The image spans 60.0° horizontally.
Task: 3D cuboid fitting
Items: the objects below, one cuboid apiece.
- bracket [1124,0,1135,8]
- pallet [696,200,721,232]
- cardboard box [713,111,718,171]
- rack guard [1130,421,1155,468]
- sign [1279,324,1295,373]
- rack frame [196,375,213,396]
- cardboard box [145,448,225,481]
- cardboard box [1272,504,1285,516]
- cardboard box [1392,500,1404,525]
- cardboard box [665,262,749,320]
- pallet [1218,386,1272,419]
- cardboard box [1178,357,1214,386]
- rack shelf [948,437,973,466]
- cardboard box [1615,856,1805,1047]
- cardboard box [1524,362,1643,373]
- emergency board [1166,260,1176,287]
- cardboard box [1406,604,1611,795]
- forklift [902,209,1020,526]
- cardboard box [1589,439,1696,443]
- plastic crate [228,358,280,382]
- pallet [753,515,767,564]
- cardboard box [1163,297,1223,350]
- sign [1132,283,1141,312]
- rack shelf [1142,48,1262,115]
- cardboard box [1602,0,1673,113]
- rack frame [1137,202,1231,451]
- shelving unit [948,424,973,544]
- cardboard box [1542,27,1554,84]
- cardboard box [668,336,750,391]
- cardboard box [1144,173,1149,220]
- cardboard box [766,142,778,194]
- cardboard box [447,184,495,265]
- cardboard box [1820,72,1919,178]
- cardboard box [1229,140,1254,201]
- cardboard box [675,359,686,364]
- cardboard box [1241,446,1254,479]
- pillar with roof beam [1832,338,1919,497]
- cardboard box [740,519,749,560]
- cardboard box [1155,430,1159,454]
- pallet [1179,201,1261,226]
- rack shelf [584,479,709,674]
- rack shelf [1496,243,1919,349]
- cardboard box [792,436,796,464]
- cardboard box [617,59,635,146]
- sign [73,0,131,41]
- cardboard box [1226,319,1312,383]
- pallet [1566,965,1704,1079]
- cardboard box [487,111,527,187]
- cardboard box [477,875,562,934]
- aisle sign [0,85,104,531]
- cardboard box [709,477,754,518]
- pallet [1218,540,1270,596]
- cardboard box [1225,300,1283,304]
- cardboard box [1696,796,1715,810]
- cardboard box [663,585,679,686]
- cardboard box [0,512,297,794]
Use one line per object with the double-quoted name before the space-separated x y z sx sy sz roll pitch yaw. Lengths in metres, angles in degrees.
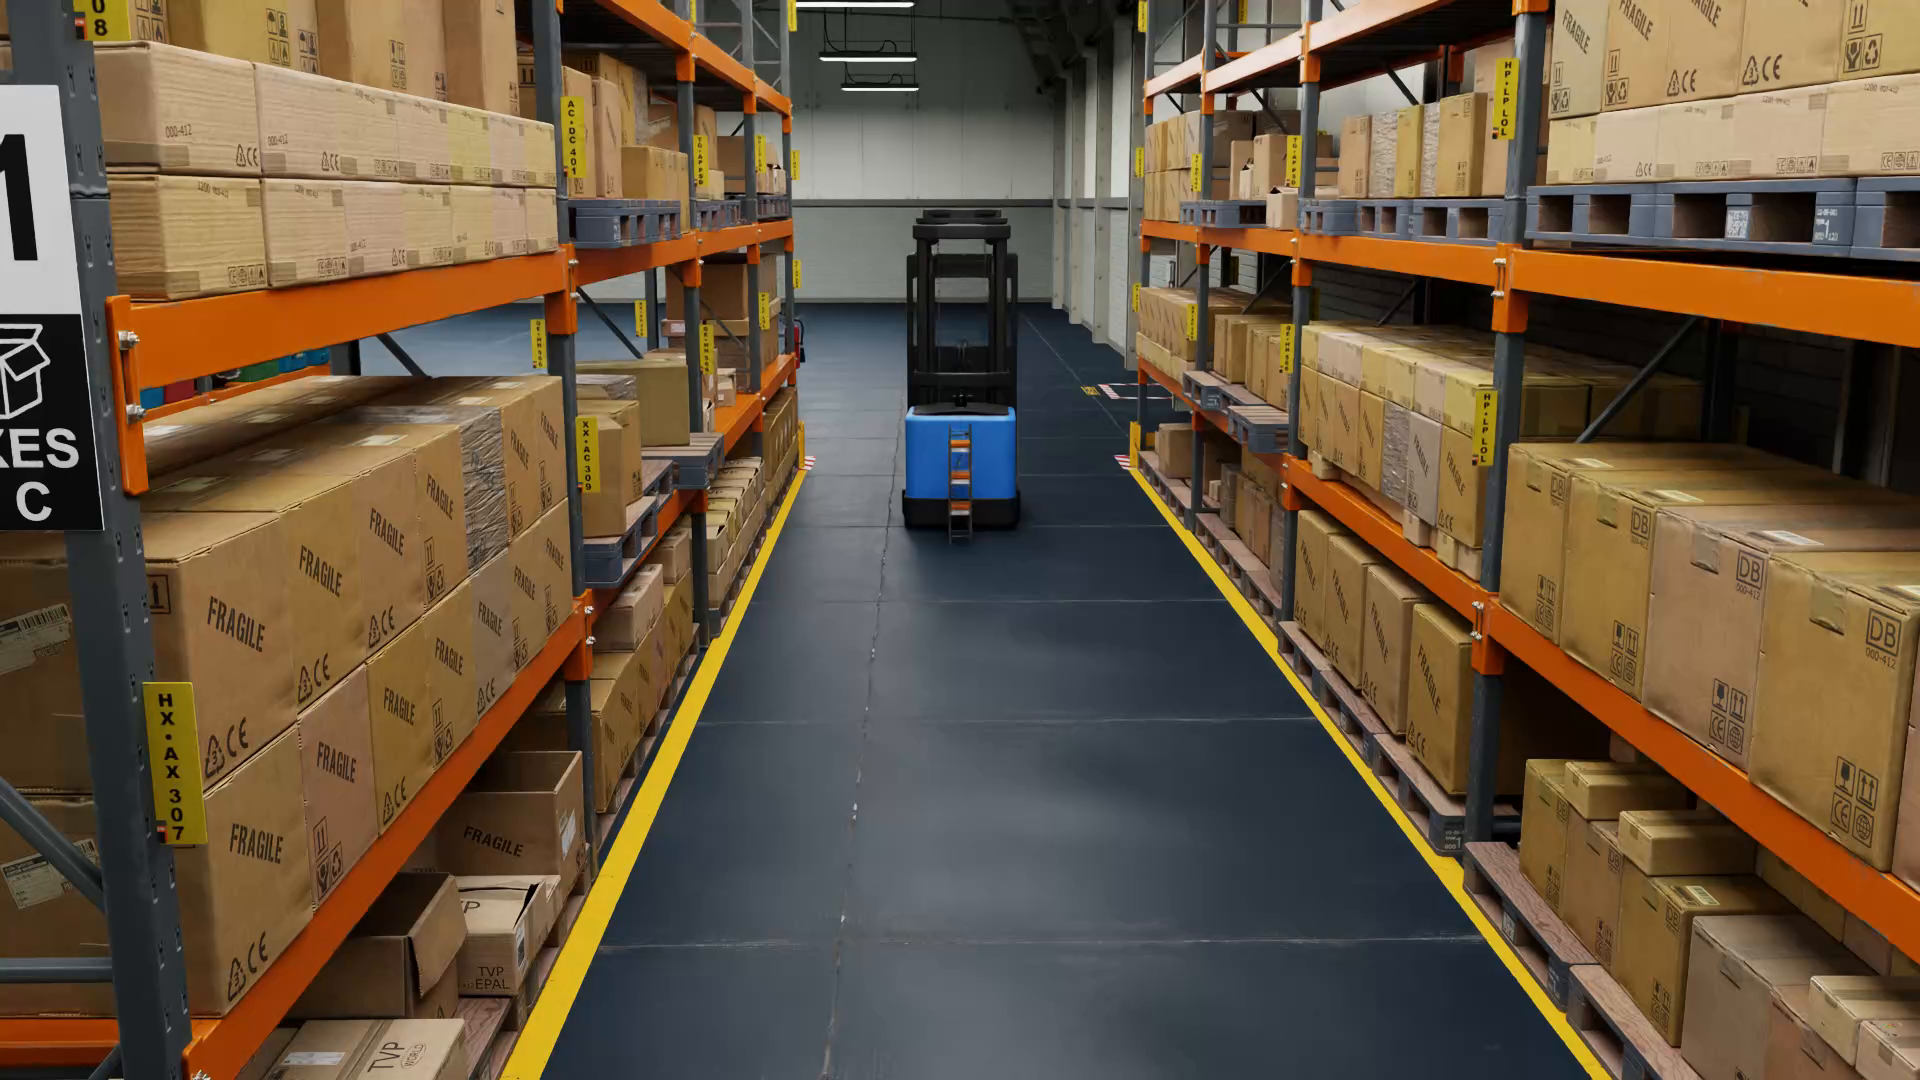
"bracket" 2.901 -8.701 26.260 0.076 0.066 4.783 0 11 -1
"pallet" -2.328 -2.244 11.504 1.213 0.211 1.003 0 11 1
"cardboard box" -2.334 -3.374 14.035 0.500 0.500 0.500 0 11 0
"rack guard" 2.564 -1.103 19.237 1.175 0.500 0.348 0 11 -1
"sign" 2.185 -1.277 11.097 0.100 0.325 0.005 0 11 -1
"rack frame" -7.260 -1.507 14.943 1.000 3.000 0.127 0 11 -1
"cardboard box" -2.370 0.029 4.606 0.500 0.500 0.500 0 11 0
"cardboard box" 2.766 0.011 12.641 0.700 0.500 0.500 0 11 -1
"cardboard box" 2.538 -0.163 8.899 0.380 0.149 0.250 -1 11 -3
"cardboard box" -2.323 -2.300 15.336 0.700 0.500 0.500 0 11 -1
"pallet" 2.646 -1.052 13.182 1.003 0.211 1.213 0 11 -1
"cardboard box" 2.332 -1.577 15.615 0.500 0.250 0.500 0 11 -1
"rack shelf" 0.001 -0.772 14.848 0.215 0.259 0.240 0 11 -1
"cardboard box" 2.739 1.413 5.782 0.700 0.500 0.500 0 11 0
"cardboard box" 3.044 -0.726 8.158 0.500 0.250 0.500 0 11 0
"emergency board" 3.305 -3.891 26.696 0.194 1.169 0.643 0 11 -1
"cardboard box" 2.667 0.762 8.111 0.750 0.750 0.750 0 11 0
"forklift" 0.025 -1.814 16.627 1.130 2.935 3.031 0 11 1
"cardboard box" 3.053 -0.255 7.720 0.500 0.500 0.500 -1 11 -3
"plastic crate" -7.006 -1.674 16.300 0.450 0.188 0.662 0 11 -1
"pallet" -2.253 -0.014 14.596 1.003 0.211 1.213 0 11 -1
"cardboard box" 2.310 -2.144 16.522 0.500 0.500 0.500 -1 11 -3
"sign" 2.020 -2.765 18.966 0.100 0.325 0.005 0 11 -1
"rack shelf" 2.604 -4.531 16.579 1.077 0.370 4.000 0 11 -1
"cardboard box" 2.562 -1.731 5.688 0.500 0.500 0.500 0 11 -2
"rack frame" 2.562 -2.343 19.063 1.000 3.000 0.127 0 11 -1
"shelving unit" 0.001 -0.504 14.902 0.215 1.050 0.252 0 11 -1
"cardboard box" 2.923 -2.235 7.744 0.500 0.250 0.500 1 11 3
"cardboard box" -2.323 -1.664 15.465 0.700 0.500 0.500 -1 11 -3
"cardboard box" 2.319 -3.804 18.420 0.500 0.500 0.500 0 11 0
"cardboard box" -2.215 -3.650 16.292 0.797 0.503 0.637 1 12 5
"cardboard box" -1.848 -1.039 5.467 0.500 0.250 0.500 0 11 -1
"cardboard box" 2.601 -1.062 4.273 0.500 0.250 0.500 -1 11 -3
"cardboard box" 2.576 -3.164 14.257 0.500 0.500 0.500 1 12 7
"cardboard box" -2.276 -1.114 12.754 0.500 0.500 0.500 -1 11 -4
"cardboard box" 2.689 -0.672 14.122 0.500 0.250 0.500 0 11 -2
"pillar with roof beam" -0.614 -2.744 5.953 9.100 9.000 0.400 0 11 -1
"cardboard box" -1.980 0.000 13.376 0.500 0.250 0.500 0 11 0
"cardboard box" 2.487 -1.103 18.607 0.500 0.311 0.500 -2 12 -8
"pallet" 2.551 -2.803 14.257 1.213 0.211 1.003 0 11 -1
"rack shelf" -2.183 0.019 9.232 1.077 0.370 4.000 0 11 -1
"rack shelf" 2.852 -0.677 5.119 1.077 0.370 4.000 0 11 -1
"cardboard box" -2.061 -0.975 18.182 0.500 0.250 0.500 0 11 -1
"cardboard box" -2.212 -2.552 9.786 0.500 0.500 0.500 0 11 -1
"sign" -1.517 -1.042 2.908 0.100 0.325 0.005 0 11 -1
"cardboard box" 2.626 -1.600 14.043 0.700 0.500 0.500 1 12 5
"pallet" 2.776 1.804 5.637 1.003 0.211 1.213 0 11 -1
"cardboard box" -1.854 -1.383 5.907 0.500 0.250 0.500 0 11 -1
"cardboard box" -1.779 1.432 6.522 0.380 0.149 0.250 0 11 -1
"aisle sign" -1.764 -0.403 2.963 0.394 0.787 0.004 0 11 -1
"cardboard box" -1.988 -0.378 13.826 0.500 0.311 0.500 0 11 -1
"pallet" 2.691 0.217 13.460 1.003 0.211 1.213 0 11 -1
"cardboard box" 2.837 -2.049 16.054 0.500 0.500 0.500 0 11 -1
"cardboard box" 2.938 1.020 6.084 0.380 0.149 0.250 -1 11 -3
"cardboard box" -1.960 0.566 9.907 0.500 0.500 0.500 -1 11 -3
"cardboard box" -1.805 0.230 3.613 0.500 0.500 0.500 0 11 1
